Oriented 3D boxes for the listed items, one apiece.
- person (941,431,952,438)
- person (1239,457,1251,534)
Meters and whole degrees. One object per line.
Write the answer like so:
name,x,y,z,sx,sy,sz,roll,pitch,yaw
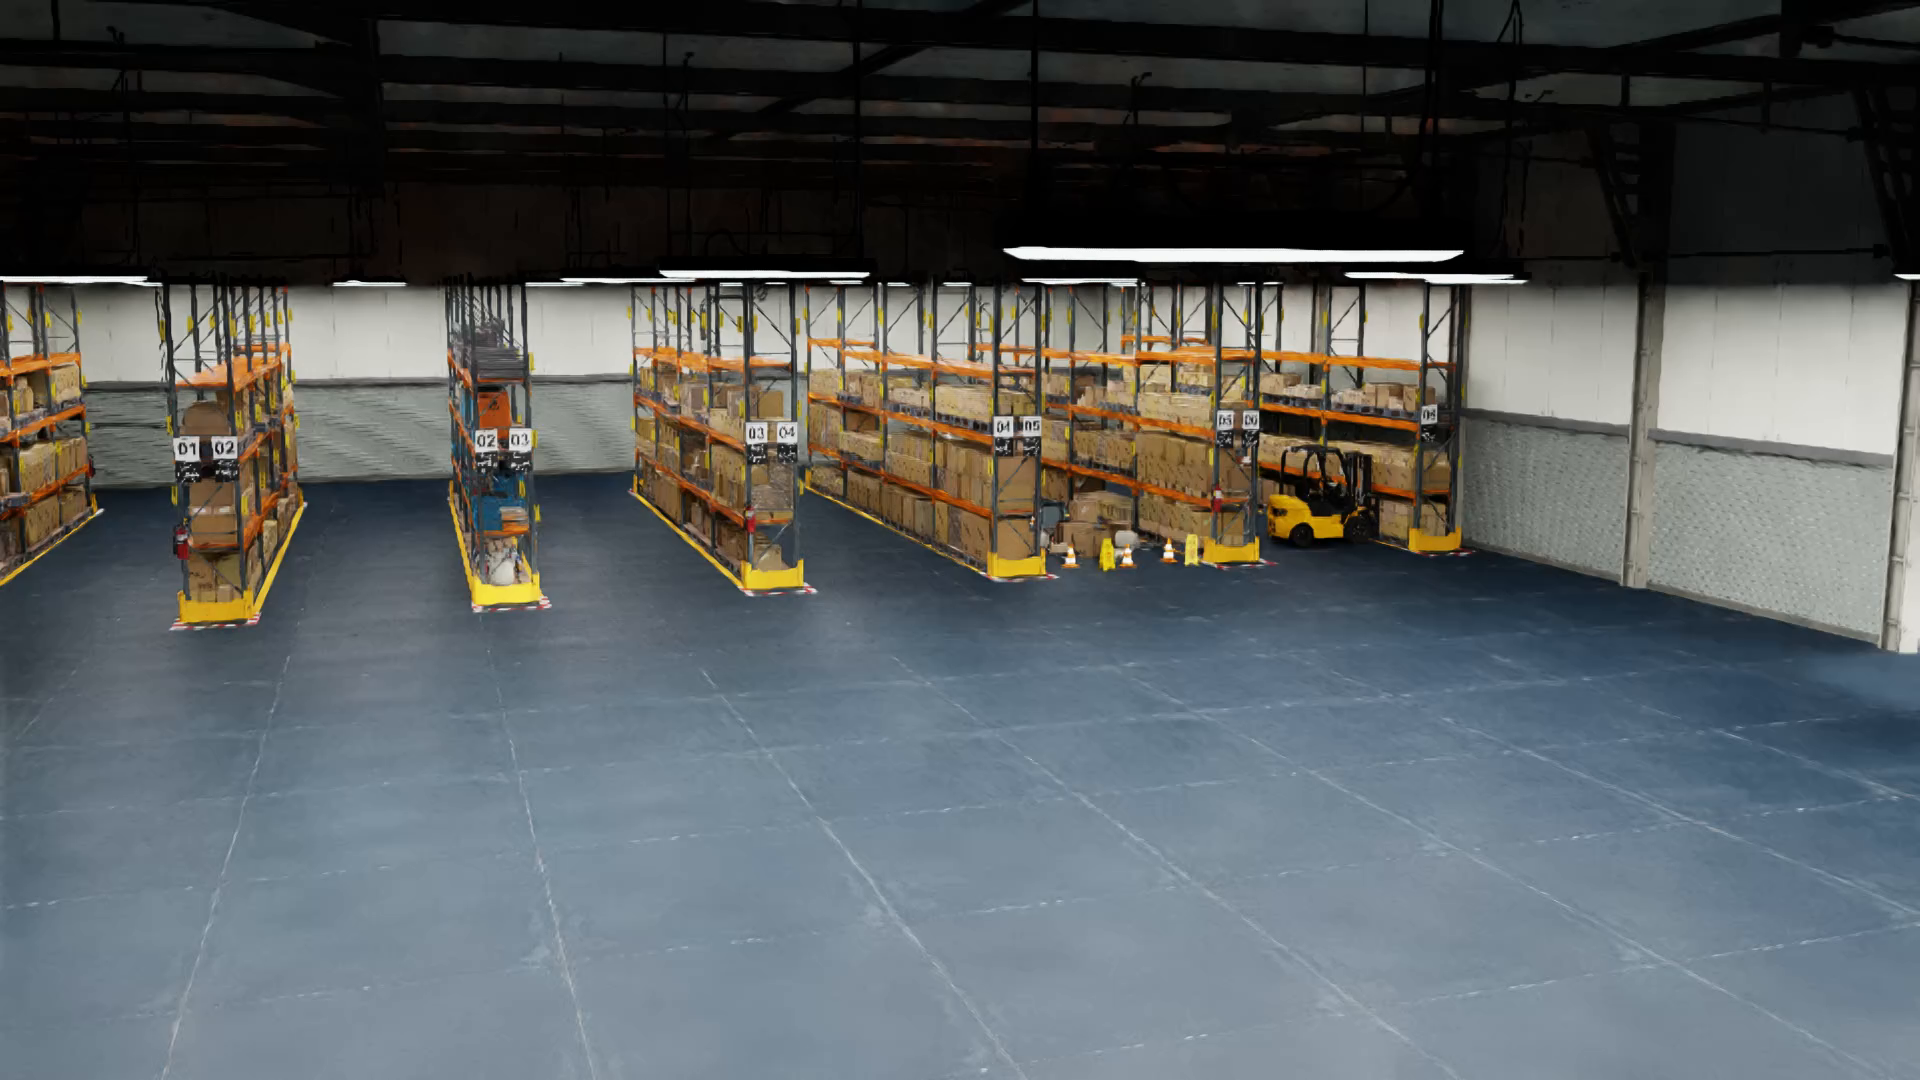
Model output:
person,-0.437,-2.498,48.780,0.619,1.743,0.774,-4,9,-23
person,6.673,-1.067,39.105,0.505,1.784,0.618,1,9,5
